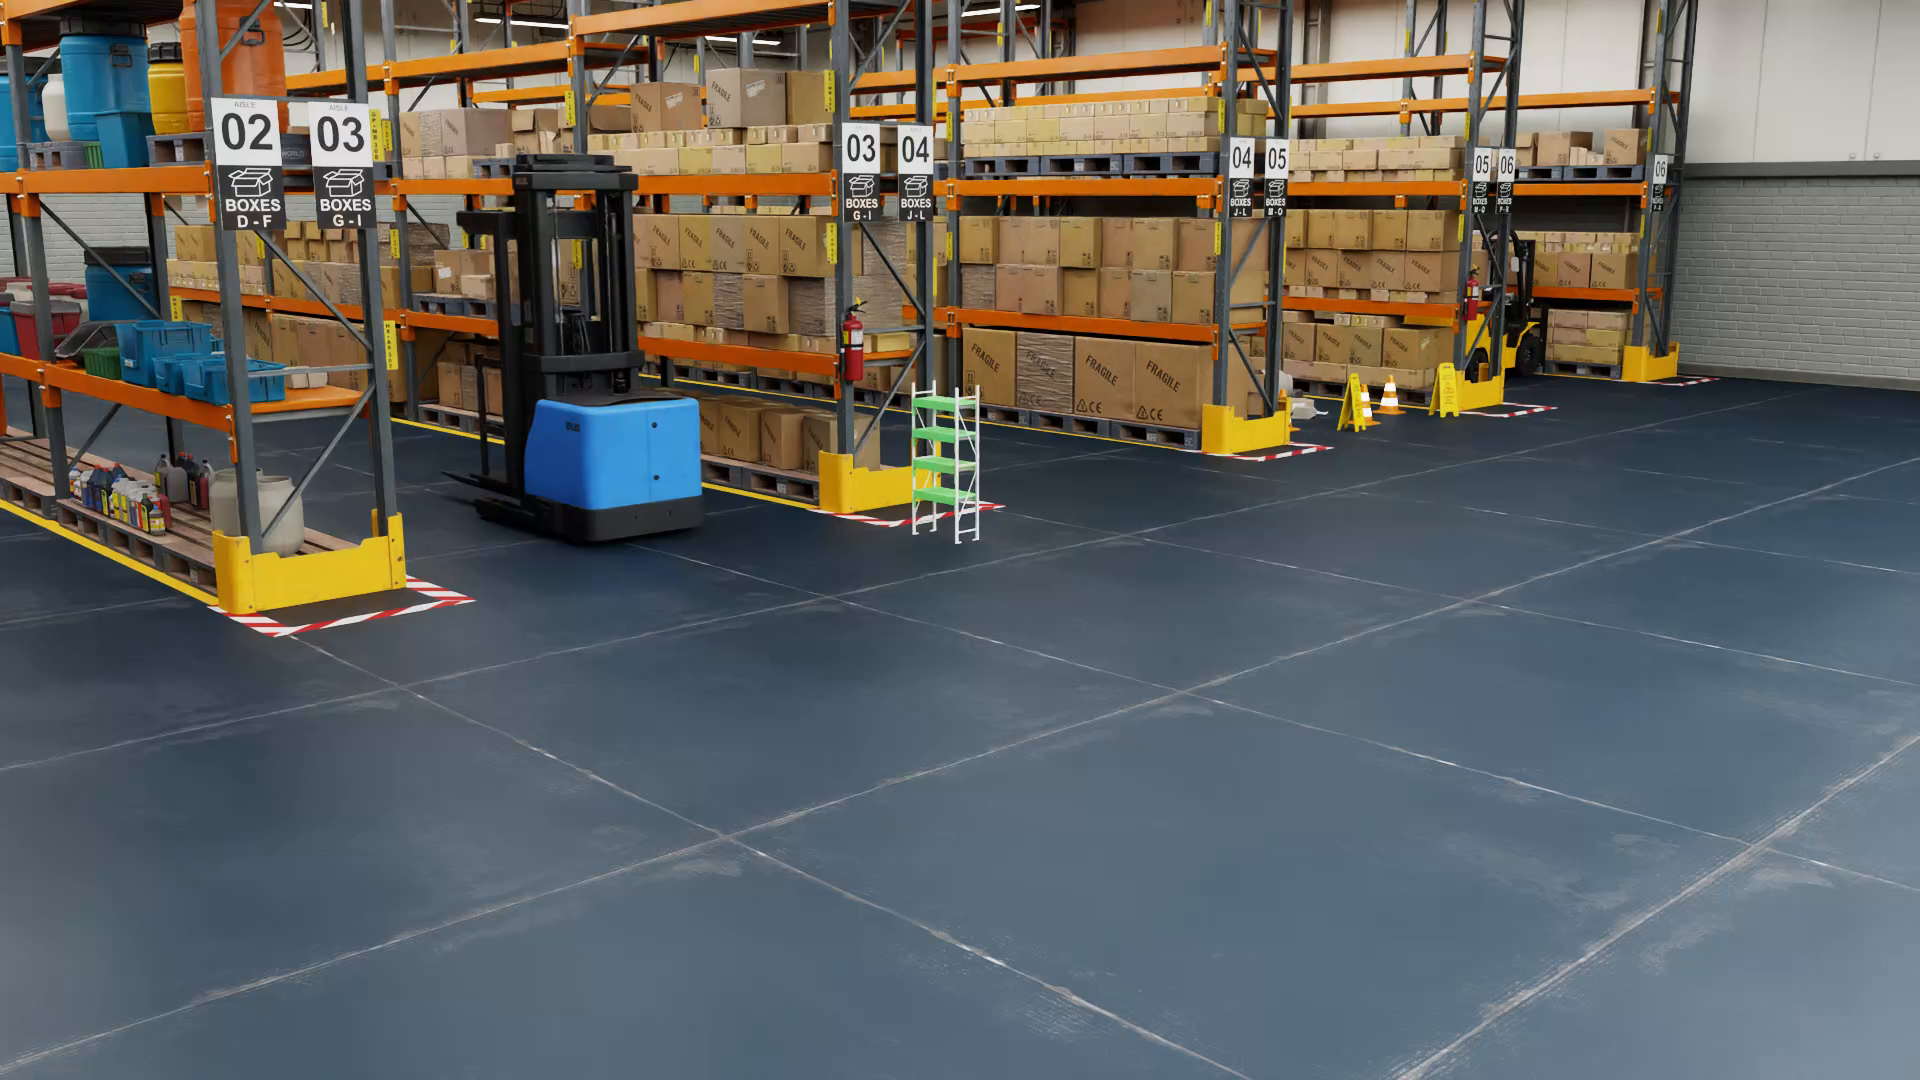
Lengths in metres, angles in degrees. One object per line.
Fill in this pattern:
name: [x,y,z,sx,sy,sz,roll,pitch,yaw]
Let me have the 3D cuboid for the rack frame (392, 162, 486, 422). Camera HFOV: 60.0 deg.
rack frame: [-6.157,-2.947,19.784,1.000,3.000,0.127,-11,16,-43]

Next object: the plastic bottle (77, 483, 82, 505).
plastic bottle: [-6.933,-0.381,13.172,0.097,0.201,0.097,0,12,0]

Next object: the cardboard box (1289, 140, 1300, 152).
cardboard box: [4.501,-5.245,22.148,0.250,0.149,0.380,11,16,43]

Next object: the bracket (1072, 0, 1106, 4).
bracket: [3.828,-10.044,30.443,0.076,0.066,4.783,-11,16,-43]

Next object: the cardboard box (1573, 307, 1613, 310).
cardboard box: [9.580,-3.371,25.134,0.500,0.250,0.500,-11,16,-42]

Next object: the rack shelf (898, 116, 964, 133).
rack shelf: [0.455,-8.481,33.565,1.077,0.370,4.000,-11,16,-43]

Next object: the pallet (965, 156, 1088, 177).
pallet: [0.820,-4.345,19.353,1.003,0.211,1.213,-11,16,-43]

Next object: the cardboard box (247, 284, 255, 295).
cardboard box: [-9.545,-3.445,22.820,0.380,0.149,0.250,-10,16,-41]

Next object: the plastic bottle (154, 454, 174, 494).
plastic bottle: [-6.427,-0.518,13.465,0.144,0.351,0.185,-11,16,-43]

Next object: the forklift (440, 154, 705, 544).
forklift: [-3.369,-1.646,13.635,1.130,2.935,3.031,-10,15,-40]

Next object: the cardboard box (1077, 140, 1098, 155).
cardboard box: [1.498,-4.281,18.157,0.380,0.149,0.250,-11,16,-42]

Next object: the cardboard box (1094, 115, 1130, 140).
cardboard box: [1.794,-4.431,17.899,0.500,0.250,0.500,-11,16,-43]

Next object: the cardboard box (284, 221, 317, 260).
cardboard box: [-8.472,-3.979,22.059,0.637,0.503,0.797,11,16,44]

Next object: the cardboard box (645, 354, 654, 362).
cardboard box: [-4.577,-2.967,25.034,0.500,0.500,0.500,-10,15,-40]

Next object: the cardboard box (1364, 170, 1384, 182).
cardboard box: [5.399,-4.671,21.340,0.380,0.149,0.250,-11,16,-43]

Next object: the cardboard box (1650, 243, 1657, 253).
cardboard box: [10.076,-4.305,24.520,0.250,0.149,0.380,11,16,44]

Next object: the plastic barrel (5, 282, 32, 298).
plastic barrel: [-8.874,-2.192,15.838,0.421,0.512,0.421,0,12,0]

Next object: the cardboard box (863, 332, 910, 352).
cardboard box: [-0.656,-1.732,14.505,0.380,0.149,0.250,-11,16,-43]

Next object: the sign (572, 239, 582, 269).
sign: [-3.793,-2.853,16.456,0.100,0.325,0.005,-11,16,-43]

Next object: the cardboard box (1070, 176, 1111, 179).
cardboard box: [2.085,-5.629,25.113,0.797,0.503,0.637,-11,16,-43]

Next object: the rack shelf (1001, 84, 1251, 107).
rack shelf: [2.392,-6.427,24.578,1.077,0.370,4.000,-11,16,-43]

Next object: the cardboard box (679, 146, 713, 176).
cardboard box: [-2.194,-3.432,15.072,0.500,0.250,0.500,-11,16,-44]

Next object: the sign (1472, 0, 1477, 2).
sign: [6.120,-6.560,19.743,0.100,0.325,0.005,-11,16,-43]

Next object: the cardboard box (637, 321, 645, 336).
cardboard box: [-2.928,-2.061,16.105,0.380,0.149,0.250,-11,16,-43]

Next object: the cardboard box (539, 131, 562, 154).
cardboard box: [-4.116,-4.096,17.217,0.396,0.266,0.258,-10,15,-41]

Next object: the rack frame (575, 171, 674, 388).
rack frame: [-3.394,-2.364,16.950,1.000,3.000,0.127,-11,16,-43]

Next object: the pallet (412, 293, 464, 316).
pallet: [-5.587,-2.764,19.371,1.213,0.211,1.003,-11,16,-43]

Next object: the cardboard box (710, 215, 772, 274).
cardboard box: [-1.883,-2.656,14.905,0.500,0.500,0.500,-11,16,-43]

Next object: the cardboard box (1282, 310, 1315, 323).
cardboard box: [4.573,-3.025,22.466,0.380,0.149,0.250,-10,15,-39]

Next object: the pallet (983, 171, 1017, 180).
pallet: [0.528,-5.792,26.623,1.213,0.211,1.003,-10,15,-40]

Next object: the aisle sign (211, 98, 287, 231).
aisle sign: [-4.379,-2.311,10.253,0.394,0.787,0.004,-11,16,-43]

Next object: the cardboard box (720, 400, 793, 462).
cardboard box: [-1.907,-1.031,15.637,0.500,0.500,0.500,-9,15,-37]

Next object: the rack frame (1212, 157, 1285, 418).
rack frame: [3.025,-2.456,17.400,1.000,3.000,0.127,-11,16,-43]

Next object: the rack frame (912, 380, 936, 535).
rack frame: [-0.283,-0.647,13.080,0.240,1.200,0.015,-11,16,-43]

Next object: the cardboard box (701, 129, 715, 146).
cardboard box: [-2.098,-3.605,14.927,0.250,0.149,0.380,11,16,42]

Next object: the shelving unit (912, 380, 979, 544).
shelving unit: [-0.114,-0.612,12.908,0.258,1.200,0.503,-11,16,-43]

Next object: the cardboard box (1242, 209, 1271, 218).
cardboard box: [4.257,-4.257,22.677,0.700,0.500,0.500,-11,16,-42]

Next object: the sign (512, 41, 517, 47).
sign: [-7.609,-8.339,28.380,0.100,0.325,0.005,-11,16,-43]

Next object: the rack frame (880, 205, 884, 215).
rack frame: [-1.751,-4.912,29.320,1.000,3.000,0.127,-11,16,-43]

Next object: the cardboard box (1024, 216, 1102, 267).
cardboard box: [1.230,-3.422,19.039,0.875,0.550,0.550,-11,16,-43]

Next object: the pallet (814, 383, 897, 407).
pallet: [-1.171,-1.955,21.875,1.003,0.211,1.213,-11,16,-43]

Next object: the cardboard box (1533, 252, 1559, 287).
cardboard box: [8.888,-4.089,25.077,0.500,0.500,0.500,-11,16,-44]

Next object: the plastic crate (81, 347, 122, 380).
plastic crate: [-6.243,-1.332,12.469,0.450,0.188,0.662,-11,16,-43]

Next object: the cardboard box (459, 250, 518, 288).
cardboard box: [-5.297,-3.061,19.048,0.700,0.500,0.500,-8,14,-34]

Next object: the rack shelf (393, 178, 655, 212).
rack shelf: [-4.775,-3.772,18.137,1.077,0.370,4.000,-11,16,-43]

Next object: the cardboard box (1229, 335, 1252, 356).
cardboard box: [3.985,-2.847,23.212,0.500,0.500,0.500,-10,15,-40]

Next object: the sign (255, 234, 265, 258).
sign: [-9.319,-3.916,22.146,0.100,0.325,0.005,-11,16,-43]

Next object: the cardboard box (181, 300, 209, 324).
cardboard box: [-11.181,-3.198,25.224,0.875,0.875,0.875,-11,16,-43]

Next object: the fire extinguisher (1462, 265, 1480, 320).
fire extinguisher: [6.281,-3.042,20.435,0.296,0.674,0.183,-11,16,-43]

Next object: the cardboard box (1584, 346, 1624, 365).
cardboard box: [9.570,-2.737,24.534,0.500,0.250,0.500,-11,16,-42]

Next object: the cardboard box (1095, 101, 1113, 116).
cardboard box: [1.669,-4.635,17.900,0.380,0.149,0.250,-11,16,-43]

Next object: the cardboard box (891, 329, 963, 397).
cardboard box: [-0.231,-2.222,20.797,1.050,0.750,0.750,-11,16,-43]

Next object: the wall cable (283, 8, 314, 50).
wall cable: [-13.093,-9.934,30.858,2.277,5.999,0.120,-11,16,-43]

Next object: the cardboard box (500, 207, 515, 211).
cardboard box: [-7.210,-5.221,27.359,0.500,0.500,0.500,-11,16,-44]

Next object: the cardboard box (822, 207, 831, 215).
cardboard box: [-2.194,-5.769,29.147,0.380,0.149,0.250,-11,16,-44]

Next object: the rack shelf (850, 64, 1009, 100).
rack shelf: [-1.118,-5.722,21.158,1.077,0.370,4.000,-11,16,-43]

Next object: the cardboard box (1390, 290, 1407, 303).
cardboard box: [5.706,-3.124,21.266,0.380,0.149,0.250,-11,16,-44]
